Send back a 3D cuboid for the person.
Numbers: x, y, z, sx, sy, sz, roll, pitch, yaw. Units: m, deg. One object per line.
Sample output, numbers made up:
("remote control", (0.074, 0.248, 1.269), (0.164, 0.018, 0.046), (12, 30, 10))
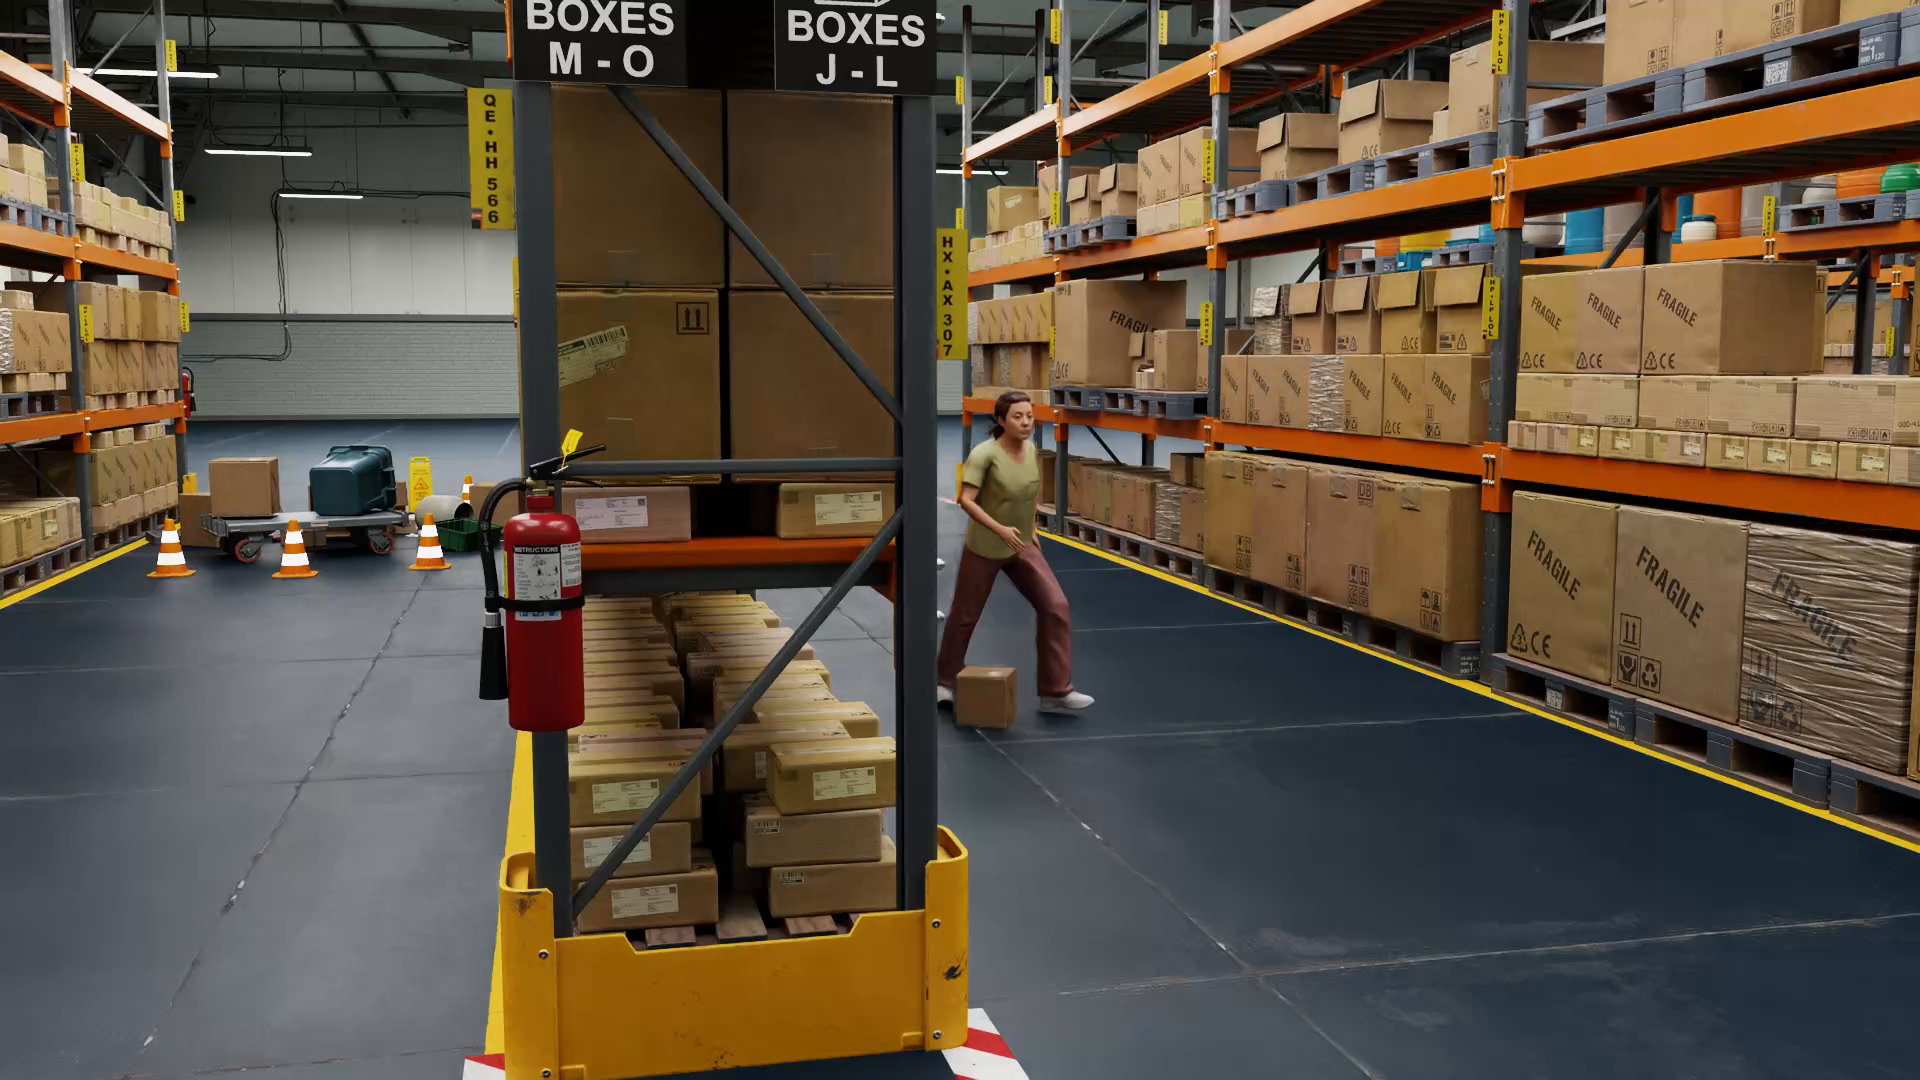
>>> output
("person", (0.211, 0.047, 8.352), (0.612, 1.605, 0.814), (-4, 7, -31))
